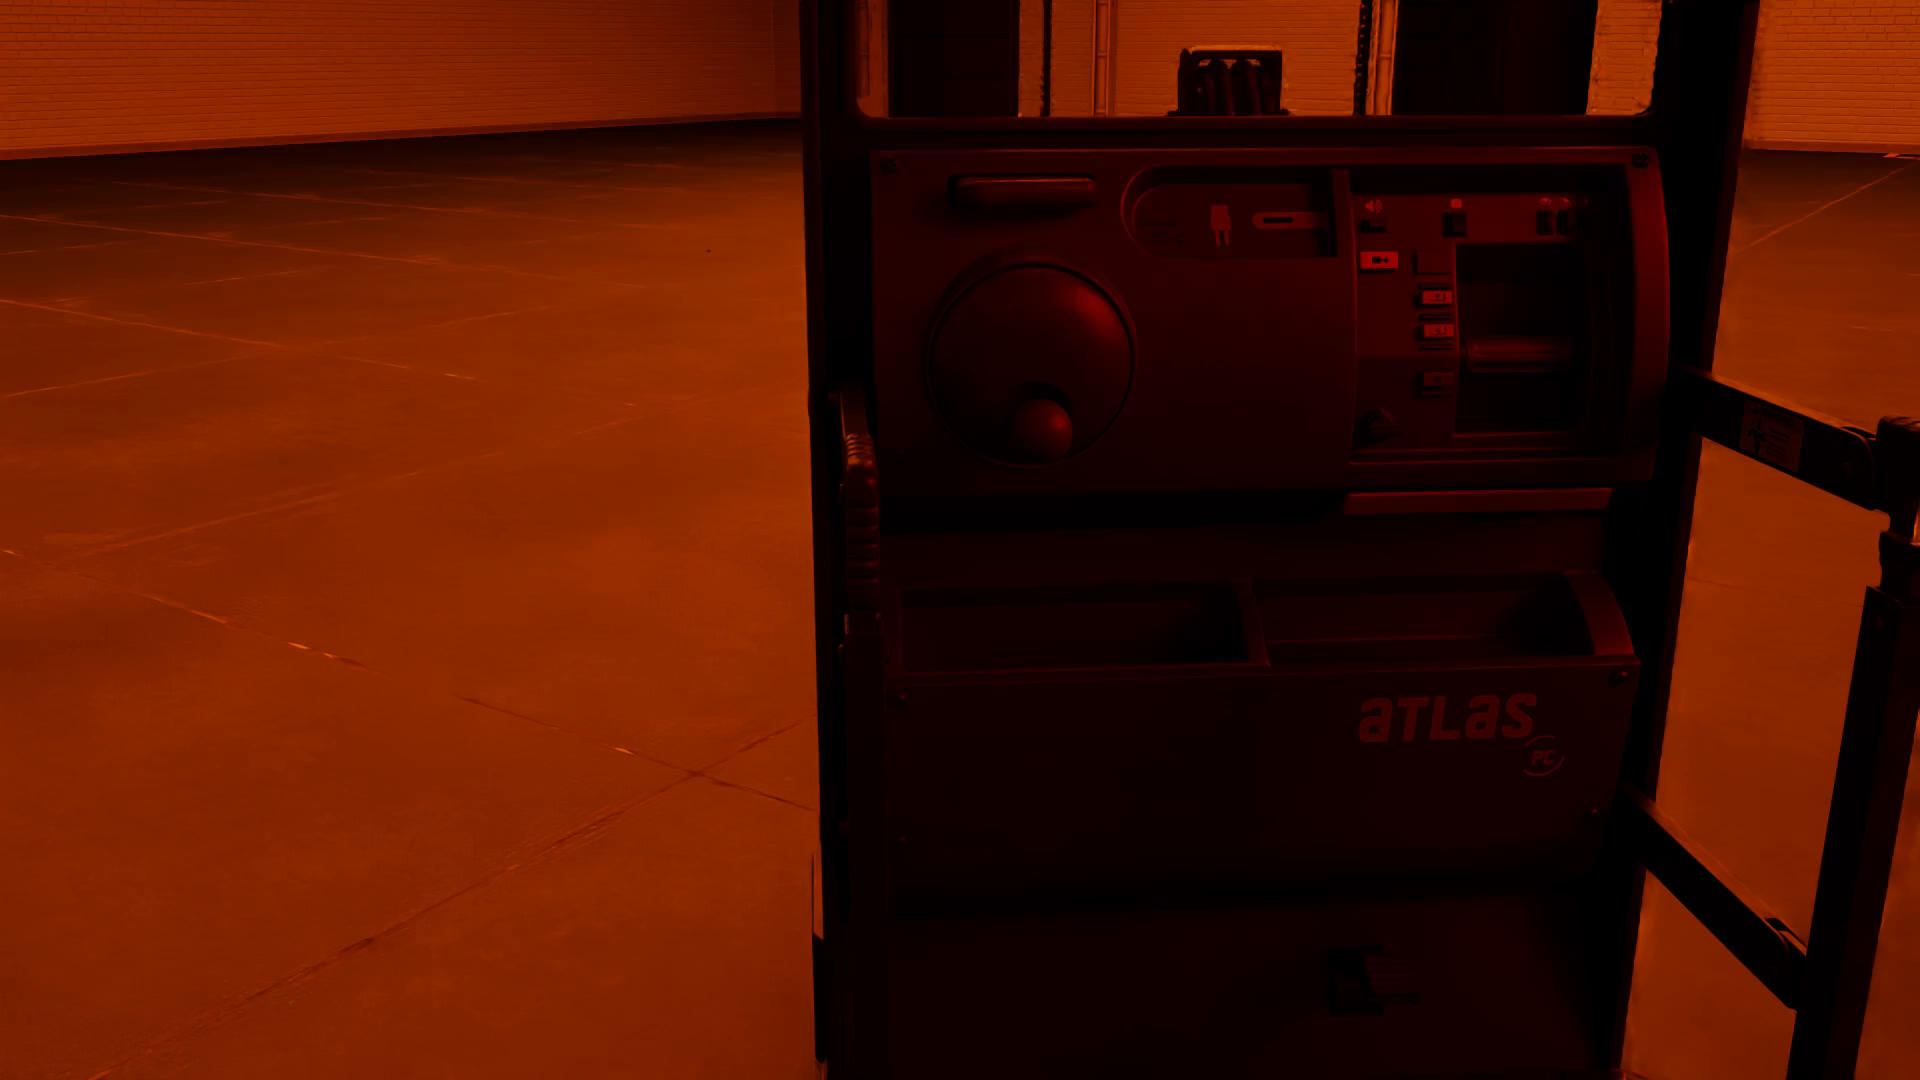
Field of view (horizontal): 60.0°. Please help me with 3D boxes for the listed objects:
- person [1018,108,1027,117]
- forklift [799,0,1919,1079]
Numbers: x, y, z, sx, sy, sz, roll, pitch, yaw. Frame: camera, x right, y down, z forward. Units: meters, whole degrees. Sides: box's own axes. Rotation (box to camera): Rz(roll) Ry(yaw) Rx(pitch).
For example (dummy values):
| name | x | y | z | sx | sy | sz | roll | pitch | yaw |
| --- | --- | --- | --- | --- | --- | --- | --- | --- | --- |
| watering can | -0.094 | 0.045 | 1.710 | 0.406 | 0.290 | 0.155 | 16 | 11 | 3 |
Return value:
| name | x | y | z | sx | sy | sz | roll | pitch | yaw |
| --- | --- | --- | --- | --- | --- | --- | --- | --- | --- |
| person | -0.057 | -0.876 | 5.743 | 0.575 | 1.781 | 0.639 | 11 | 20 | 33 |
| forklift | 0.382 | -0.266 | 1.722 | 1.130 | 2.935 | 3.031 | -1 | 17 | -5 |
